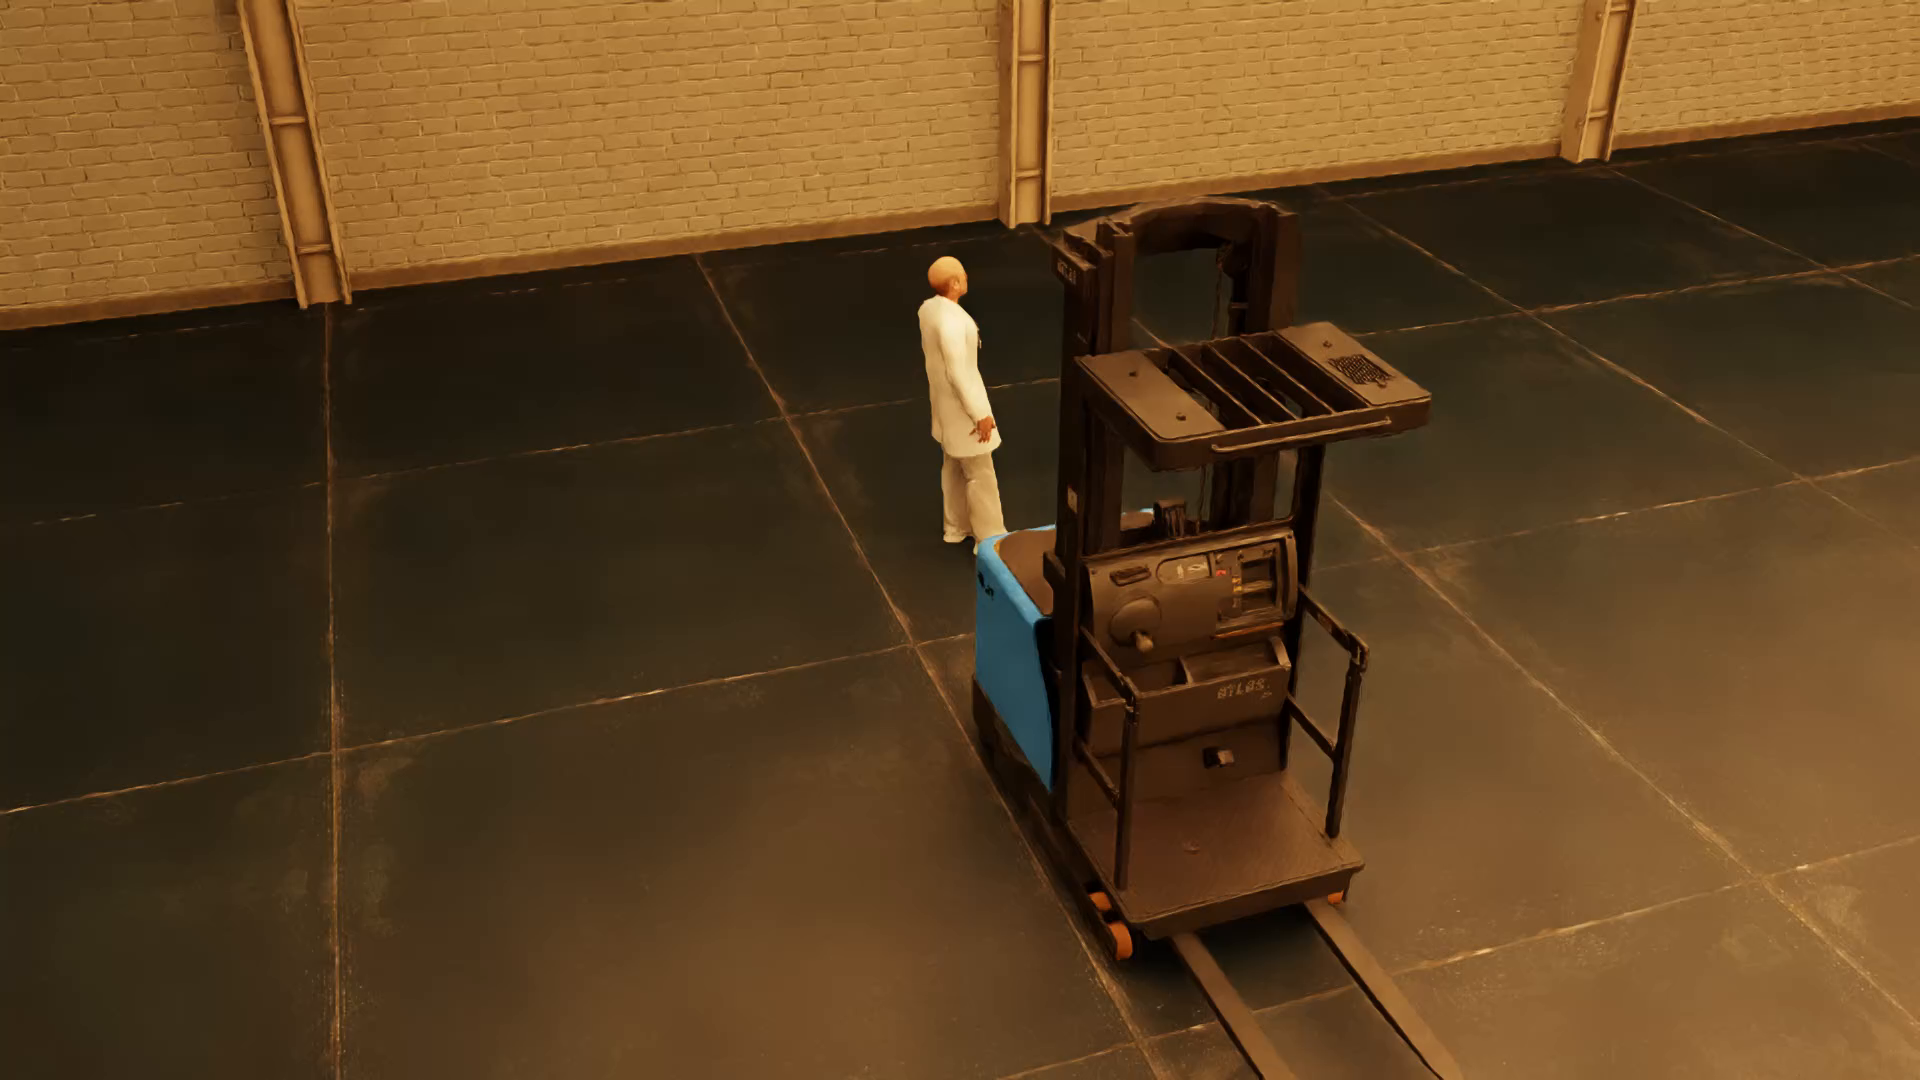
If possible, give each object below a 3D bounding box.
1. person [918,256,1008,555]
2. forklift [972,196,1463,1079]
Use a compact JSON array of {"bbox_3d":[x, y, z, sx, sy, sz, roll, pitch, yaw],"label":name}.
[{"bbox_3d":[0.088,-0.789,9.600,0.579,1.776,0.694,-10,31,-16],"label":"person"},{"bbox_3d":[1.034,0.258,6.639,1.130,2.935,3.031,-10,31,-17],"label":"forklift"}]
